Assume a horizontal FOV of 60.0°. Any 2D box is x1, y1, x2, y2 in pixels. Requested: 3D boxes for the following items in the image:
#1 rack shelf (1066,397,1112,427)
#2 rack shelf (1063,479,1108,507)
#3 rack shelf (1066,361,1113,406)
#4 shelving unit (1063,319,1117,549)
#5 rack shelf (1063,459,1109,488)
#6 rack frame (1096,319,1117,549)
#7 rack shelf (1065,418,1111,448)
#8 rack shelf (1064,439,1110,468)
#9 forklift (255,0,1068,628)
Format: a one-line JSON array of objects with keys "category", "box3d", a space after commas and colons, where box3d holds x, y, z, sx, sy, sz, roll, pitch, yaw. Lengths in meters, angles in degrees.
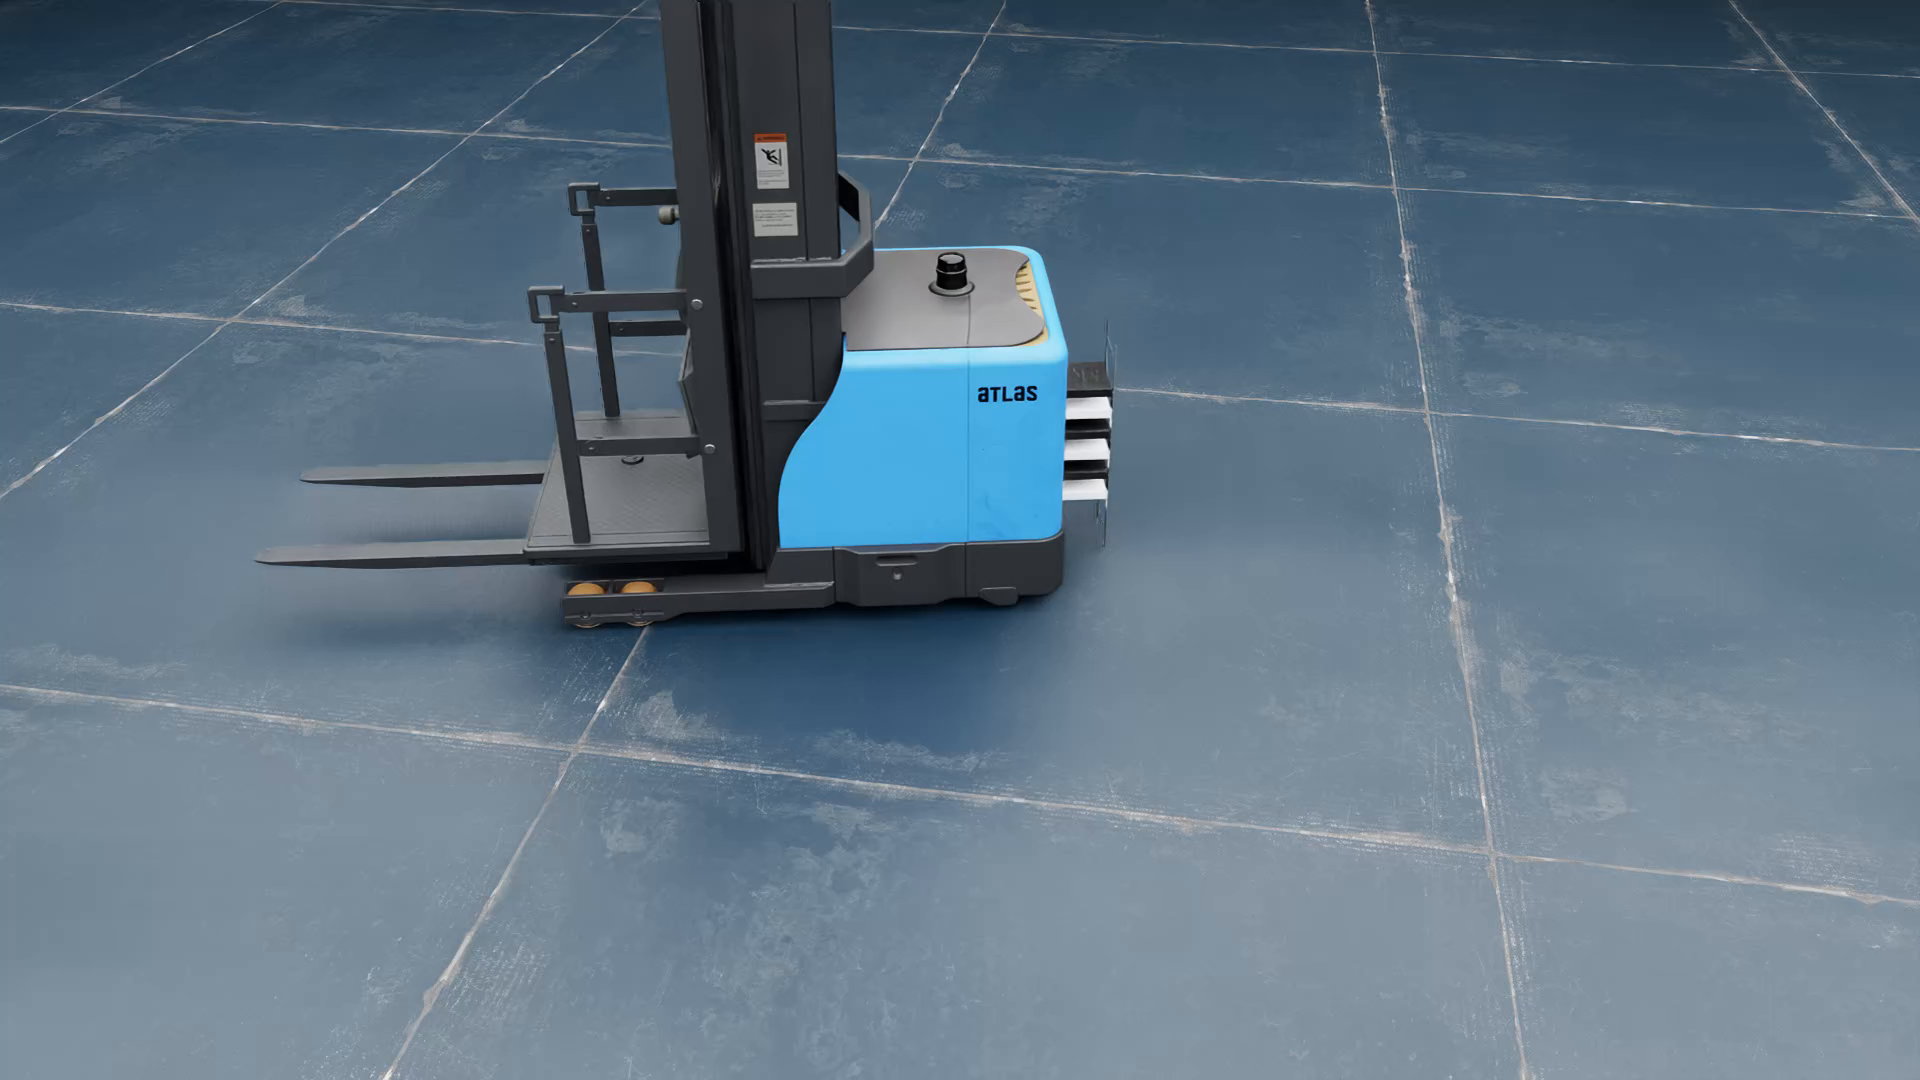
[{"category": "rack shelf", "box3d": [0.474, -0.529, 6.470, 0.200, 0.077, 0.258, -2, 32, -3]}, {"category": "rack shelf", "box3d": [0.474, -0.224, 6.661, 0.200, 0.077, 0.258, -2, 32, -3]}, {"category": "rack shelf", "box3d": [0.474, -0.605, 6.422, 0.200, 0.077, 0.258, -2, 32, -3]}, {"category": "shelving unit", "box3d": [0.474, -0.404, 6.548, 0.210, 0.900, 0.258, -2, 32, -3]}, {"category": "rack shelf", "box3d": [0.474, -0.300, 6.613, 0.200, 0.077, 0.258, -2, 32, -3]}, {"category": "rack frame", "box3d": [0.576, -0.408, 6.553, 0.006, 0.900, 0.240, -2, 32, -3]}, {"category": "rack shelf", "box3d": [0.474, -0.452, 6.518, 0.200, 0.077, 0.258, -2, 32, -3]}, {"category": "rack shelf", "box3d": [0.474, -0.376, 6.566, 0.200, 0.077, 0.258, -2, 32, -3]}, {"category": "forklift", "box3d": [-1.145, -1.204, 5.911, 3.031, 2.935, 1.130, -2, 32, -3]}]
